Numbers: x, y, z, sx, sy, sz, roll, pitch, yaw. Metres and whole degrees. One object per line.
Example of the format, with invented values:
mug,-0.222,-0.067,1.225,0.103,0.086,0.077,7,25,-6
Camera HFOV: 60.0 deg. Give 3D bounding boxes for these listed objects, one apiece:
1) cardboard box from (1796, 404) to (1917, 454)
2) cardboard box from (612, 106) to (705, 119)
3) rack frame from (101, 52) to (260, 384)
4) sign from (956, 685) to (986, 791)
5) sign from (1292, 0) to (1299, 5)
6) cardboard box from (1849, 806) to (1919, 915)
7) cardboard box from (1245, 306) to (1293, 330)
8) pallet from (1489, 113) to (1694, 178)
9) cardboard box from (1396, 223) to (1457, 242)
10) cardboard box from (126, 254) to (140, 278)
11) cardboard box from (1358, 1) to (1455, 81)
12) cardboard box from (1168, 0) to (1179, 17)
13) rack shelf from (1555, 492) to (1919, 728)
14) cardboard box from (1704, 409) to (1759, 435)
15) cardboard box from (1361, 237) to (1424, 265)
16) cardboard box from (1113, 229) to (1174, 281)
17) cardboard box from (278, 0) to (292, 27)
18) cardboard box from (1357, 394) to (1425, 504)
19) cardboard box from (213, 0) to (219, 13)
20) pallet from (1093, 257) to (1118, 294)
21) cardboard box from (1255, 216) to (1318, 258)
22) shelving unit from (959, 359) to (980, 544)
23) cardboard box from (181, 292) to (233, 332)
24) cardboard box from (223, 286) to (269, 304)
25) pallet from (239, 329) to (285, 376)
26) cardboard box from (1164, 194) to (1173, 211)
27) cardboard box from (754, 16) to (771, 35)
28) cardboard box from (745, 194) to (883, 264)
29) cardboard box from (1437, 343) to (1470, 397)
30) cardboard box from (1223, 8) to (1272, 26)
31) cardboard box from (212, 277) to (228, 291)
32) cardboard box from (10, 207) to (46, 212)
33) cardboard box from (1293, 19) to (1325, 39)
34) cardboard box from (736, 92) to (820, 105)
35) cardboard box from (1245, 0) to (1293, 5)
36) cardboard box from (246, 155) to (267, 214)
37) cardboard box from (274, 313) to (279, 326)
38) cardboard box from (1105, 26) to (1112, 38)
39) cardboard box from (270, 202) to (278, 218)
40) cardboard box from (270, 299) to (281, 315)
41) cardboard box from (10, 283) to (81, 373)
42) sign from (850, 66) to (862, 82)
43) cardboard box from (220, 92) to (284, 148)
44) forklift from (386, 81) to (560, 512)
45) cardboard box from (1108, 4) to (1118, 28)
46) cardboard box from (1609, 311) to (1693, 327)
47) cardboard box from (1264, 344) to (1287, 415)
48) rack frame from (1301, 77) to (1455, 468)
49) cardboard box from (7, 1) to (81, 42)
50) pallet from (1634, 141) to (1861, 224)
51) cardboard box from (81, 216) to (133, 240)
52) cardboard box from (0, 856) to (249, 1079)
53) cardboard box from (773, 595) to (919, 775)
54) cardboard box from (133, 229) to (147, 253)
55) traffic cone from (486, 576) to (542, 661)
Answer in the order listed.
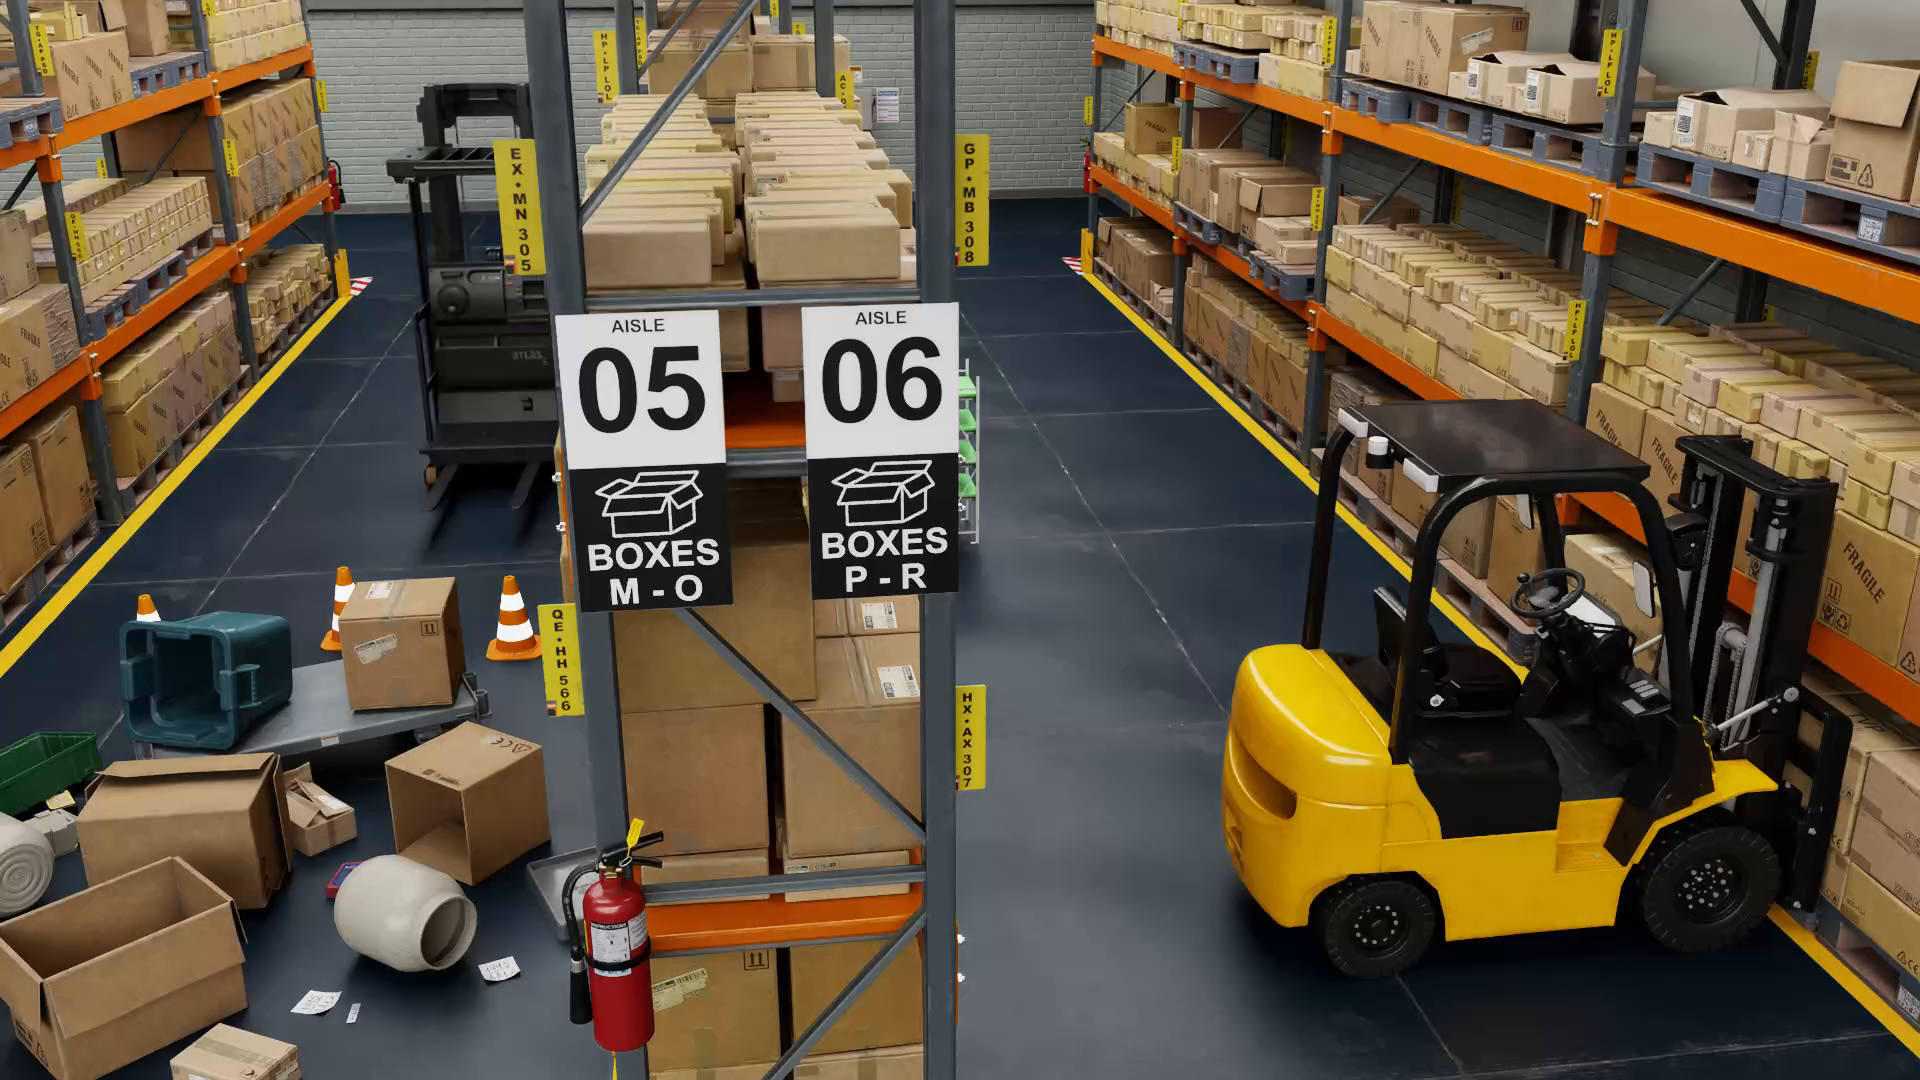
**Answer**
cardboard box,3.890,-0.481,7.222,0.380,0.149,0.250,-3,21,-8
cardboard box,-1.273,-1.747,7.040,0.380,0.149,0.250,-4,21,-10
rack frame,-7.128,-2.877,15.133,1.000,3.000,0.127,-3,21,-8
sign,0.022,0.560,4.693,0.100,0.325,0.005,-3,21,-8
sign,3.216,-5.275,15.963,0.100,0.325,0.005,-3,21,-8
cardboard box,3.956,1.271,6.640,0.500,0.250,0.500,-3,21,-8
cardboard box,2.758,-1.977,14.768,0.380,0.149,0.250,-4,21,-10
pallet,3.680,-2.264,9.477,0.805,0.209,1.217,-4,21,-10
cardboard box,3.491,-2.277,12.456,0.380,0.149,0.250,-2,21,-6
cardboard box,-6.575,-2.108,12.833,0.380,0.149,0.250,-2,21,-6
cardboard box,3.107,-3.461,11.523,0.500,0.500,0.500,-3,21,-7
cardboard box,2.356,-5.285,16.366,0.500,0.250,0.500,-3,21,-8
rack shelf,4.108,0.386,7.425,1.077,0.370,4.000,-3,21,-8
cardboard box,3.708,-0.512,7.731,0.380,0.149,0.250,-3,21,-8
cardboard box,3.100,-2.074,11.913,0.380,0.149,0.250,-2,21,-6
cardboard box,2.169,-3.310,19.263,0.700,0.500,0.500,-2,21,-6
cardboard box,-7.312,-5.508,17.389,0.500,0.250,0.500,-3,21,-9
cardboard box,3.422,-0.671,12.018,0.875,0.625,0.625,-2,21,-6
cardboard box,-6.937,-4.842,15.037,0.380,0.149,0.250,-4,21,-10
pallet,2.217,-3.190,19.956,1.003,0.211,1.213,-3,21,-8
cardboard box,2.771,-2.504,13.748,0.500,0.250,0.500,-4,21,-10
shelving unit,-0.024,-0.619,11.660,0.258,1.200,0.503,-3,21,-8
cardboard box,-6.771,-2.009,14.709,0.500,0.250,0.500,-3,21,-9
cardboard box,-7.099,-2.420,16.531,0.380,0.149,0.250,-3,21,-9
pallet,-7.260,-1.802,16.239,1.003,0.211,1.213,-3,21,-8
cardboard box,2.312,-3.483,17.113,0.380,0.149,0.250,-2,21,-6
cardboard box,-1.909,-4.428,14.524,0.500,0.311,0.500,-3,21,-8
cardboard box,-0.416,-0.888,4.739,0.380,0.149,0.250,-3,21,-8
cardboard box,3.369,-1.082,10.541,0.500,0.250,0.500,-3,21,-7
cardboard box,2.538,-4.607,14.666,0.380,0.149,0.250,-3,21,-7
cardboard box,-7.698,-2.575,16.948,0.380,0.149,0.250,-4,21,-10
cardboard box,-7.297,-2.535,13.124,0.380,0.149,0.250,-2,21,-6
cardboard box,2.885,-4.070,13.259,0.380,0.149,0.250,-3,21,-9
cardboard box,-0.829,-1.955,7.594,0.380,0.149,0.250,-2,21,-7
cardboard box,2.850,-5.086,15.358,0.396,0.266,0.258,-3,21,-8
cardboard box,-7.029,-3.419,16.014,0.500,0.500,0.500,-3,21,-8
cardboard box,-7.148,-2.233,16.883,0.380,0.149,0.250,-4,21,-10
cardboard box,1.906,-5.964,19.469,0.380,0.149,0.250,-2,21,-7
cardboard box,-7.083,-3.328,16.698,0.380,0.149,0.250,-2,21,-5
cardboard box,-7.112,-2.375,16.838,0.380,0.149,0.250,-2,21,-5
cardboard box,-6.221,-1.397,11.026,0.500,0.500,0.500,-3,21,-8
sign,-1.642,-7.009,25.016,0.339,0.242,0.001,-3,21,-8
cardboard box,-7.156,-4.233,16.766,0.500,0.500,0.500,-4,21,-10
forklift,-3.587,-1.904,12.626,1.130,2.935,3.031,-2,21,-6
cardboard box,1.977,-5.931,18.810,0.500,0.250,0.500,-3,21,-7
cardboard box,3.995,-1.223,9.632,0.380,0.149,0.250,-4,21,-10
cardboard box,2.908,-1.364,14.053,0.500,0.500,0.500,-3,21,-9
rack frame,3.244,-2.029,12.861,1.000,3.000,0.127,-3,21,-8
cardboard box,-6.411,-3.636,11.639,0.396,0.266,0.258,-3,21,-8
pallet,3.969,-1.714,7.856,1.003,0.211,1.213,-3,21,-8
cardboard box,-6.577,-2.383,12.719,0.380,0.149,0.250,-2,21,-5
cardboard box,-3.273,1.682,6.494,0.637,0.503,0.797,17,27,39
cardboard box,-0.386,0.449,5.658,0.500,0.500,0.500,-2,21,-6
cardboard box,-6.610,-2.334,13.012,0.380,0.149,0.250,-3,21,-8
traffic cone,-2.655,0.438,9.883,0.336,0.463,0.334,-3,21,-8
